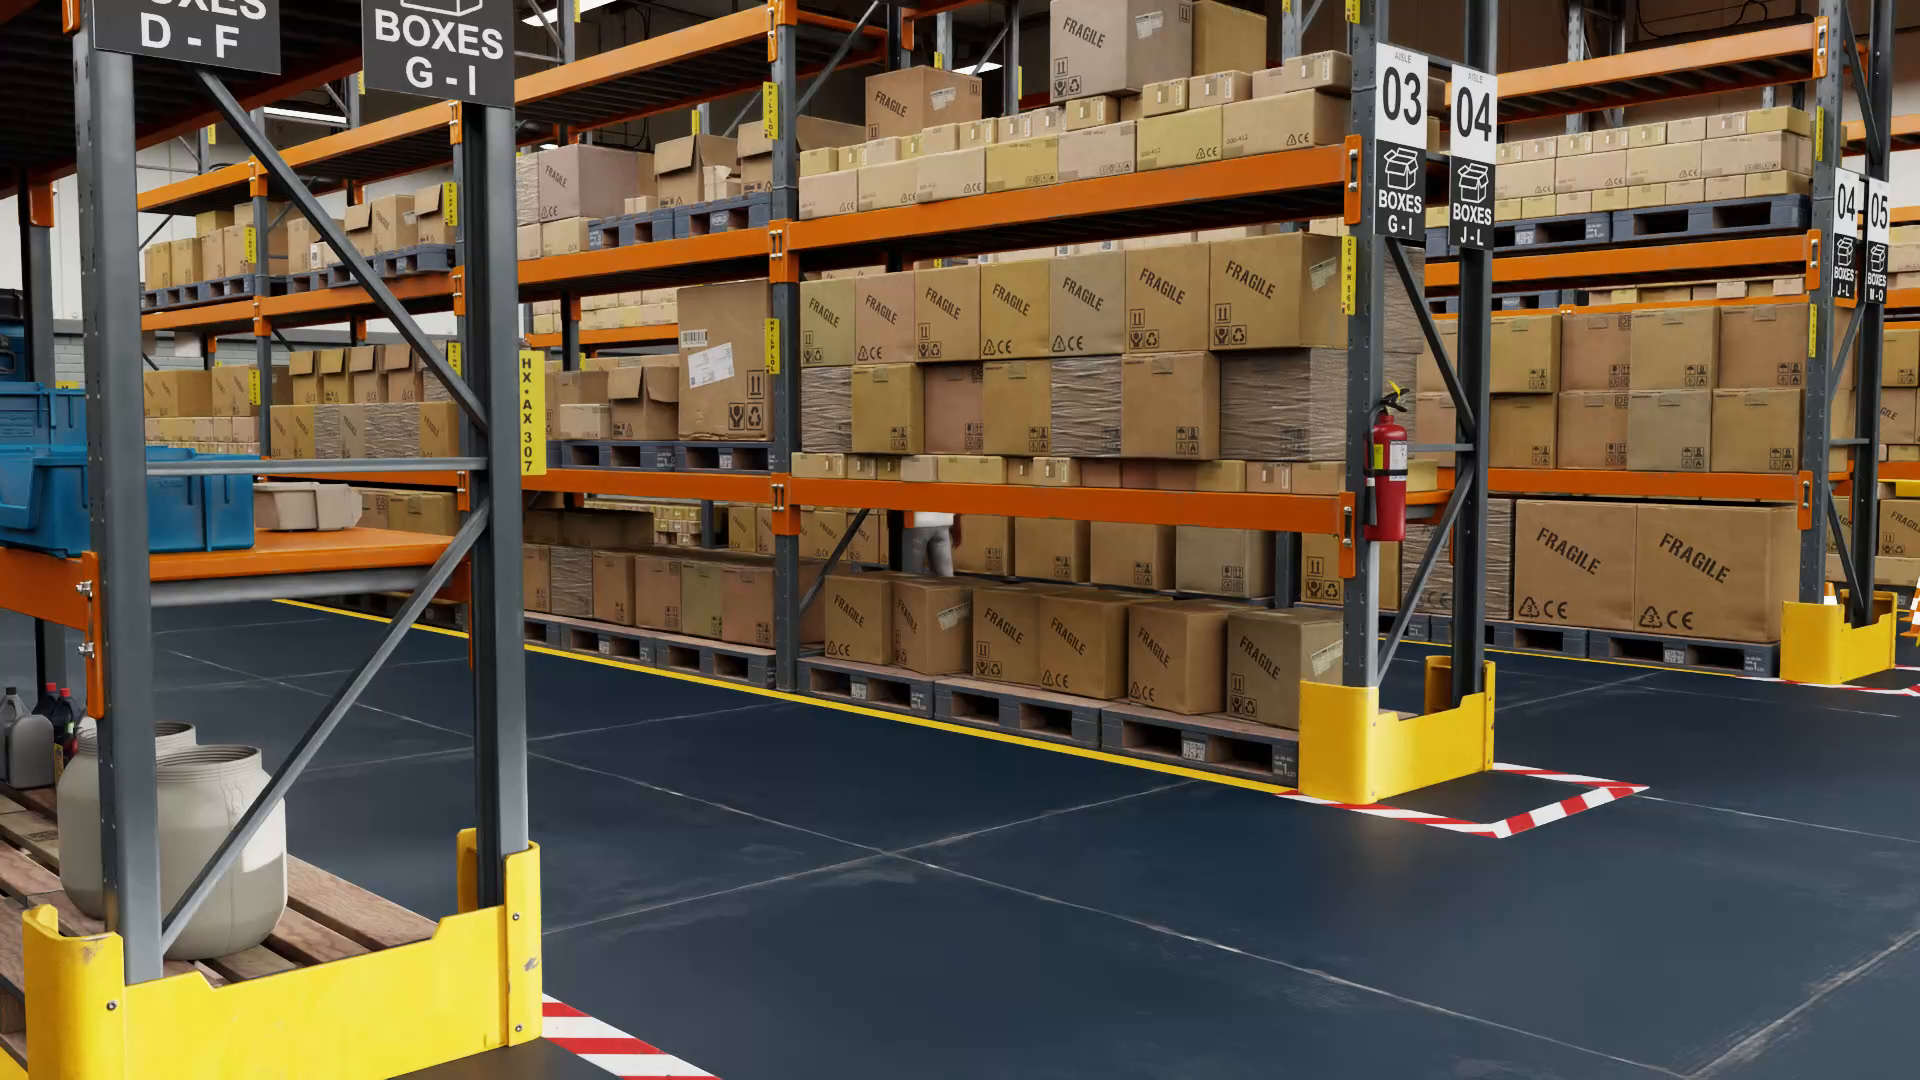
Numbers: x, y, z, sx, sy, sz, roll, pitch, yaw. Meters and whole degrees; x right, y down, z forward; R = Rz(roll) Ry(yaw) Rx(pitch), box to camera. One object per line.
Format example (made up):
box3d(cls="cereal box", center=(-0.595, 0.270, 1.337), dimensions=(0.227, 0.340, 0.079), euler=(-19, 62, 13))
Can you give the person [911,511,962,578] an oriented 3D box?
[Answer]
box3d(cls="person", center=(-0.225, -0.085, 11.886), dimensions=(0.603, 1.754, 0.571), euler=(-2, 4, -29))
